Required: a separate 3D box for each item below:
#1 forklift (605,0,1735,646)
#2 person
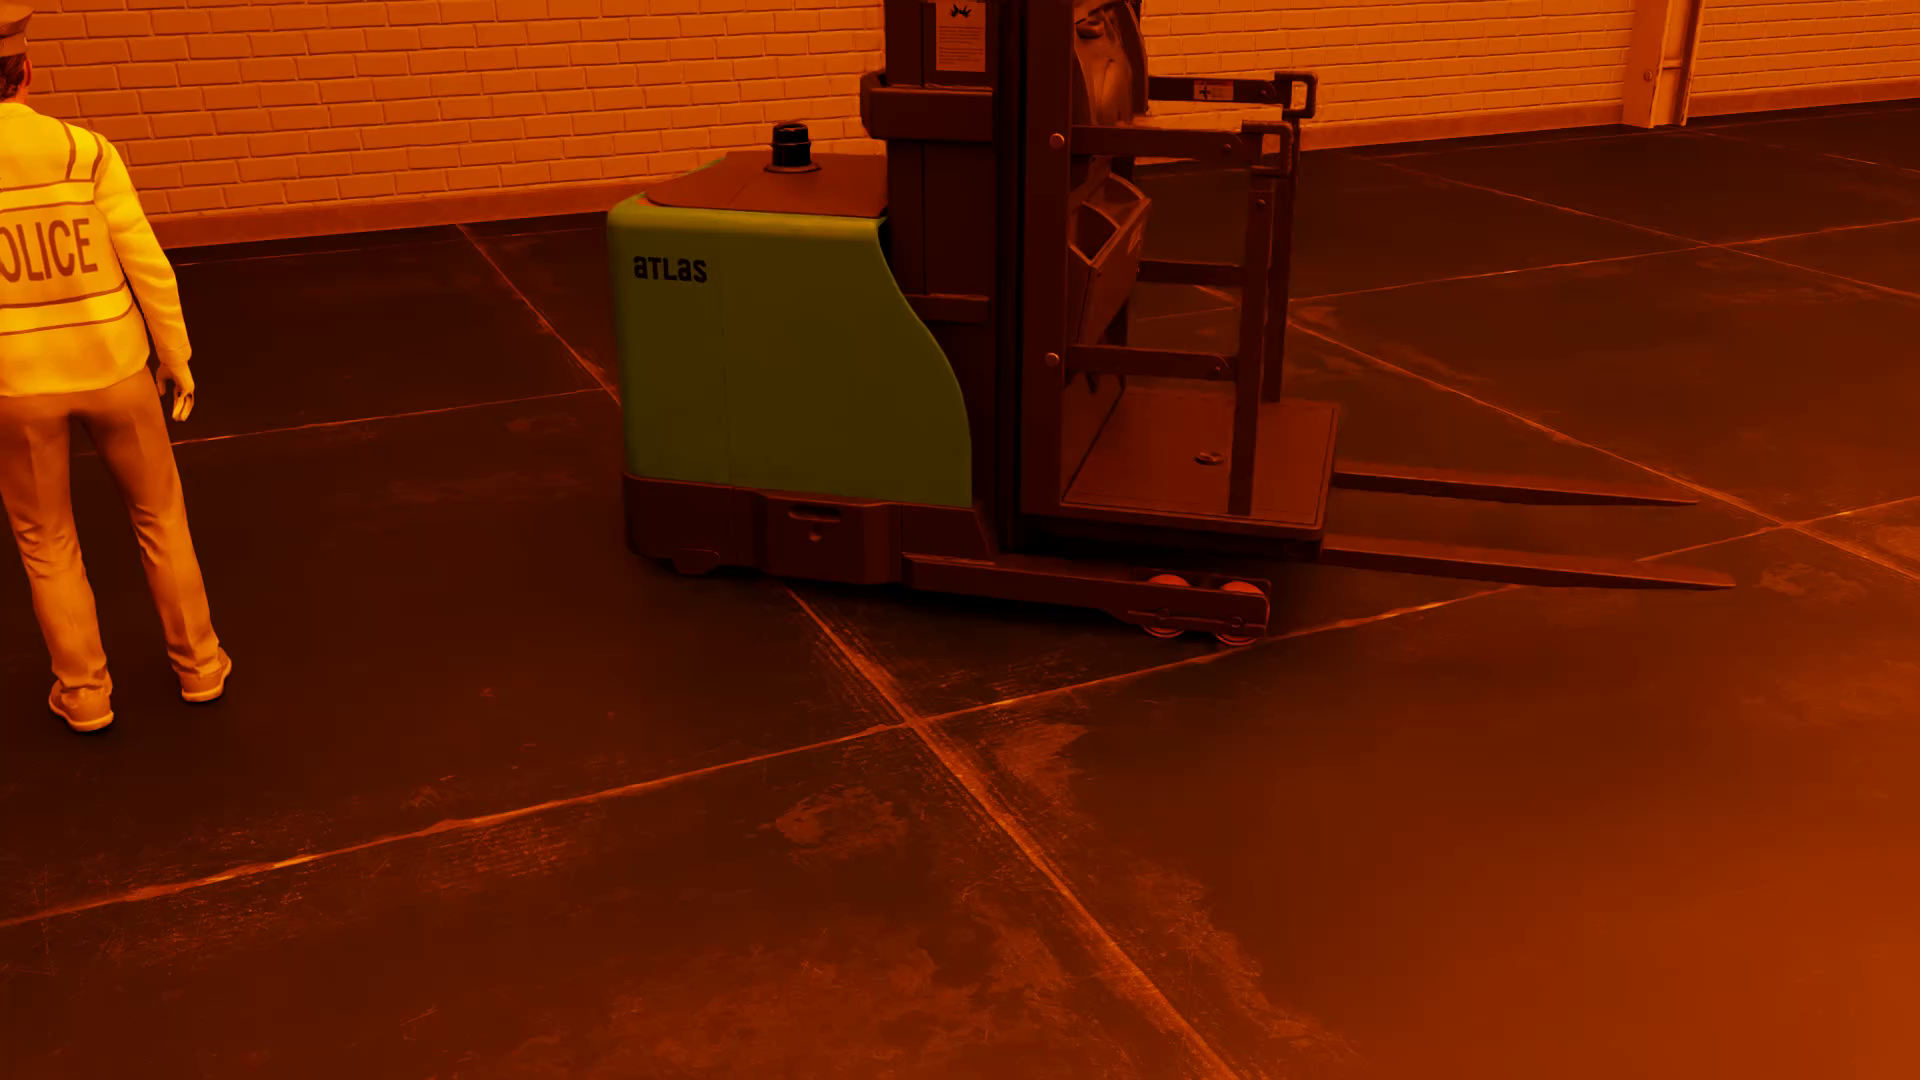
[{"bbox_3d":[0.595,-1.298,4.410,3.031,2.935,1.130,6,23,13],"label":"forklift"},{"bbox_3d":[-2.050,-0.359,3.806,0.551,1.662,0.374,-12,26,-27],"label":"person"}]
